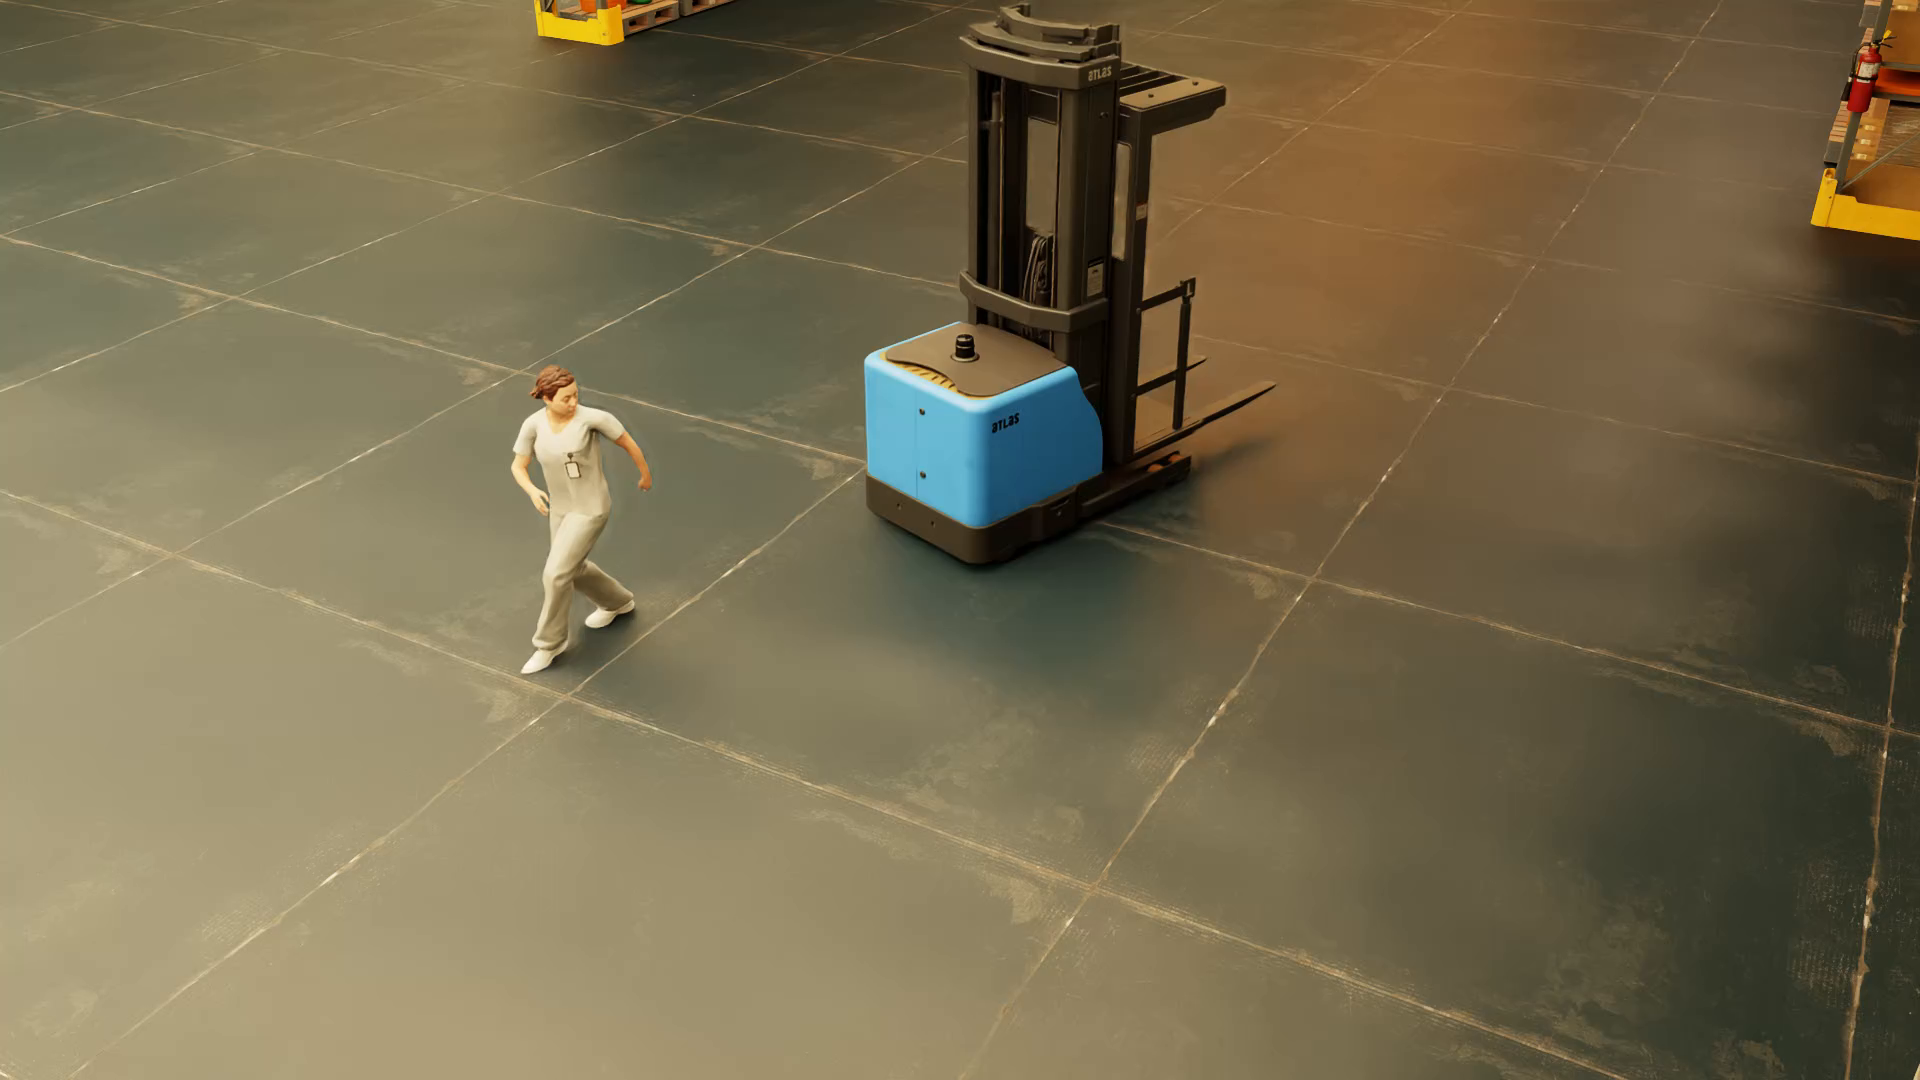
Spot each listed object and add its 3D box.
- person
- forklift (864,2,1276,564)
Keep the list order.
[{"bbox_3d":[-2.040,-0.151,8.687,0.475,1.630,0.875,18,35,28],"label":"person"},{"bbox_3d":[0.842,-1.754,10.109,3.031,2.935,1.130,-25,38,-36],"label":"forklift"}]
